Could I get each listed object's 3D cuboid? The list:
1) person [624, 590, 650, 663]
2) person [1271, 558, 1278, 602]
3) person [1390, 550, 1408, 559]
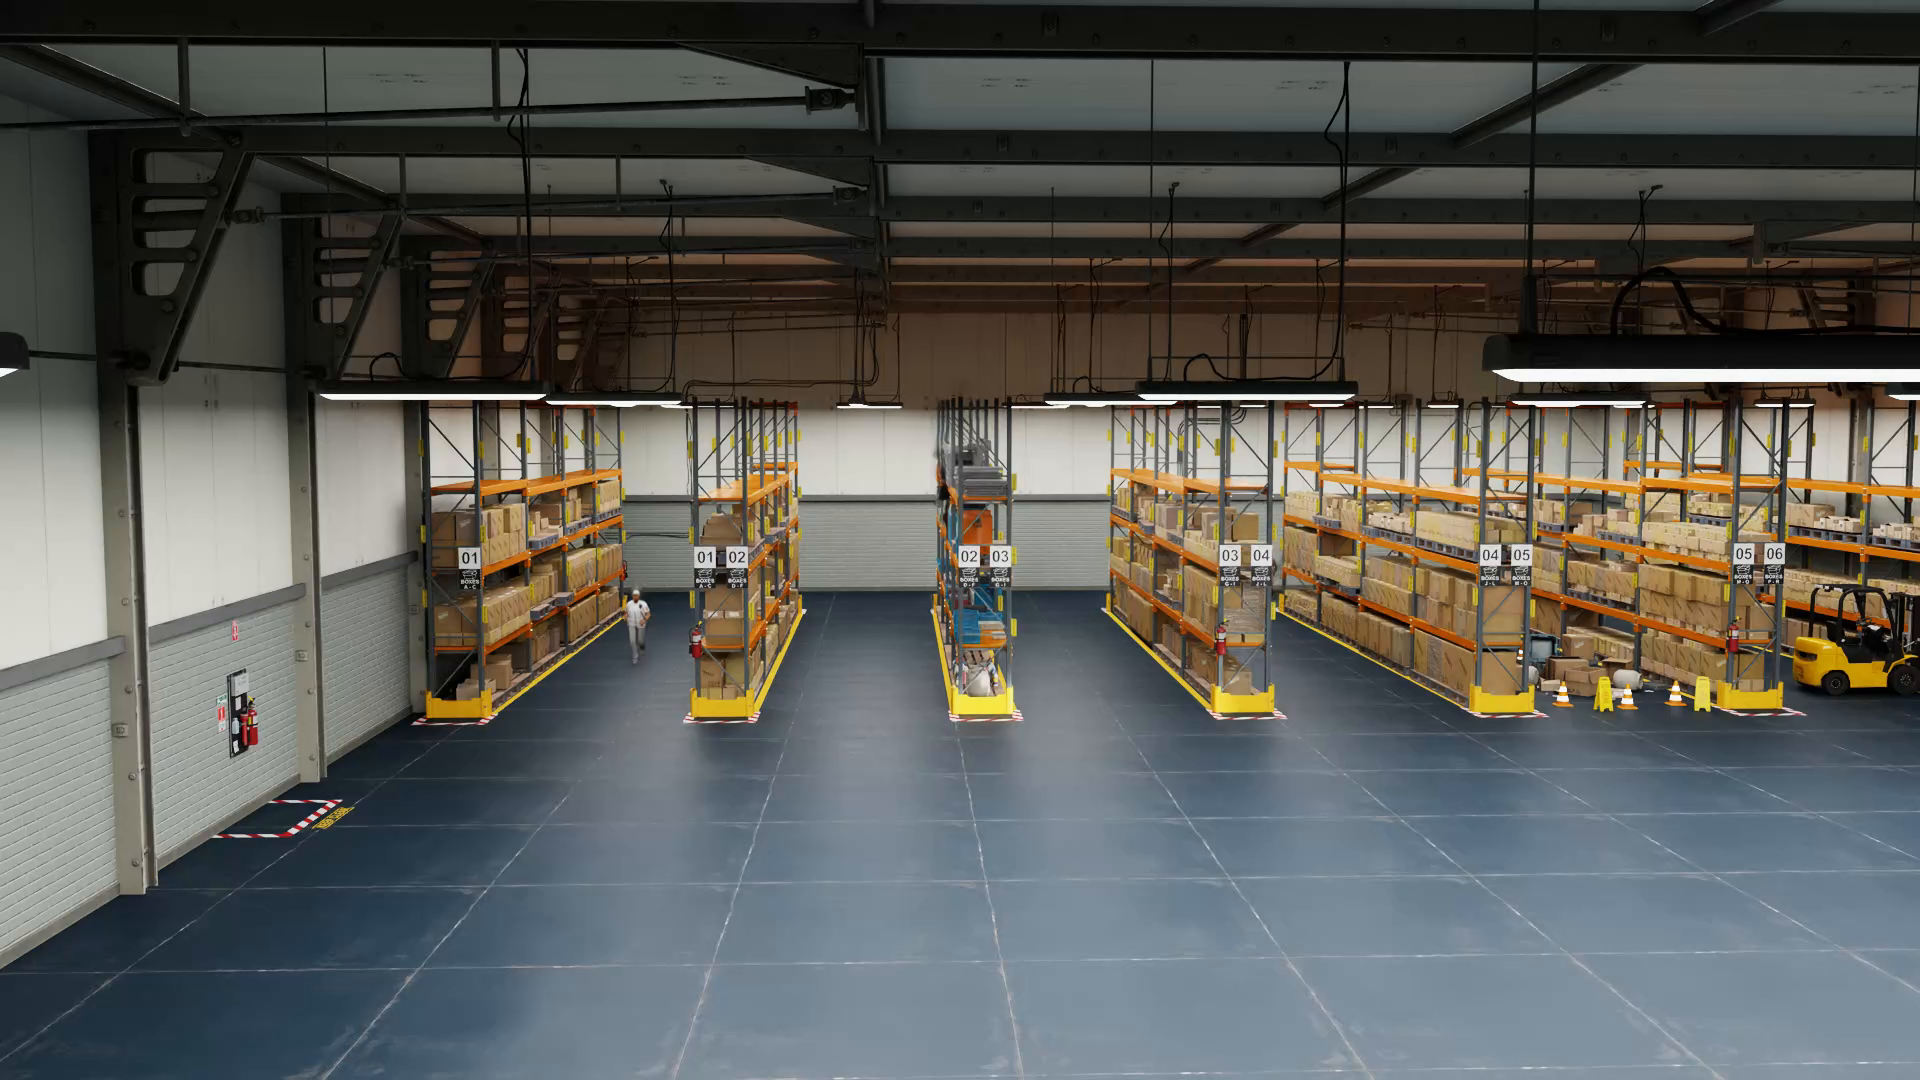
[{"bbox_3d":[-7.410,1.966,38.152,0.618,1.648,0.742,0,4,-3],"label":"person"},{"bbox_3d":[8.978,1.105,48.707,0.717,1.757,0.749,-2,5,-24],"label":"person"},{"bbox_3d":[13.072,0.967,49.836,0.979,1.781,0.656,-2,5,-21],"label":"person"}]
